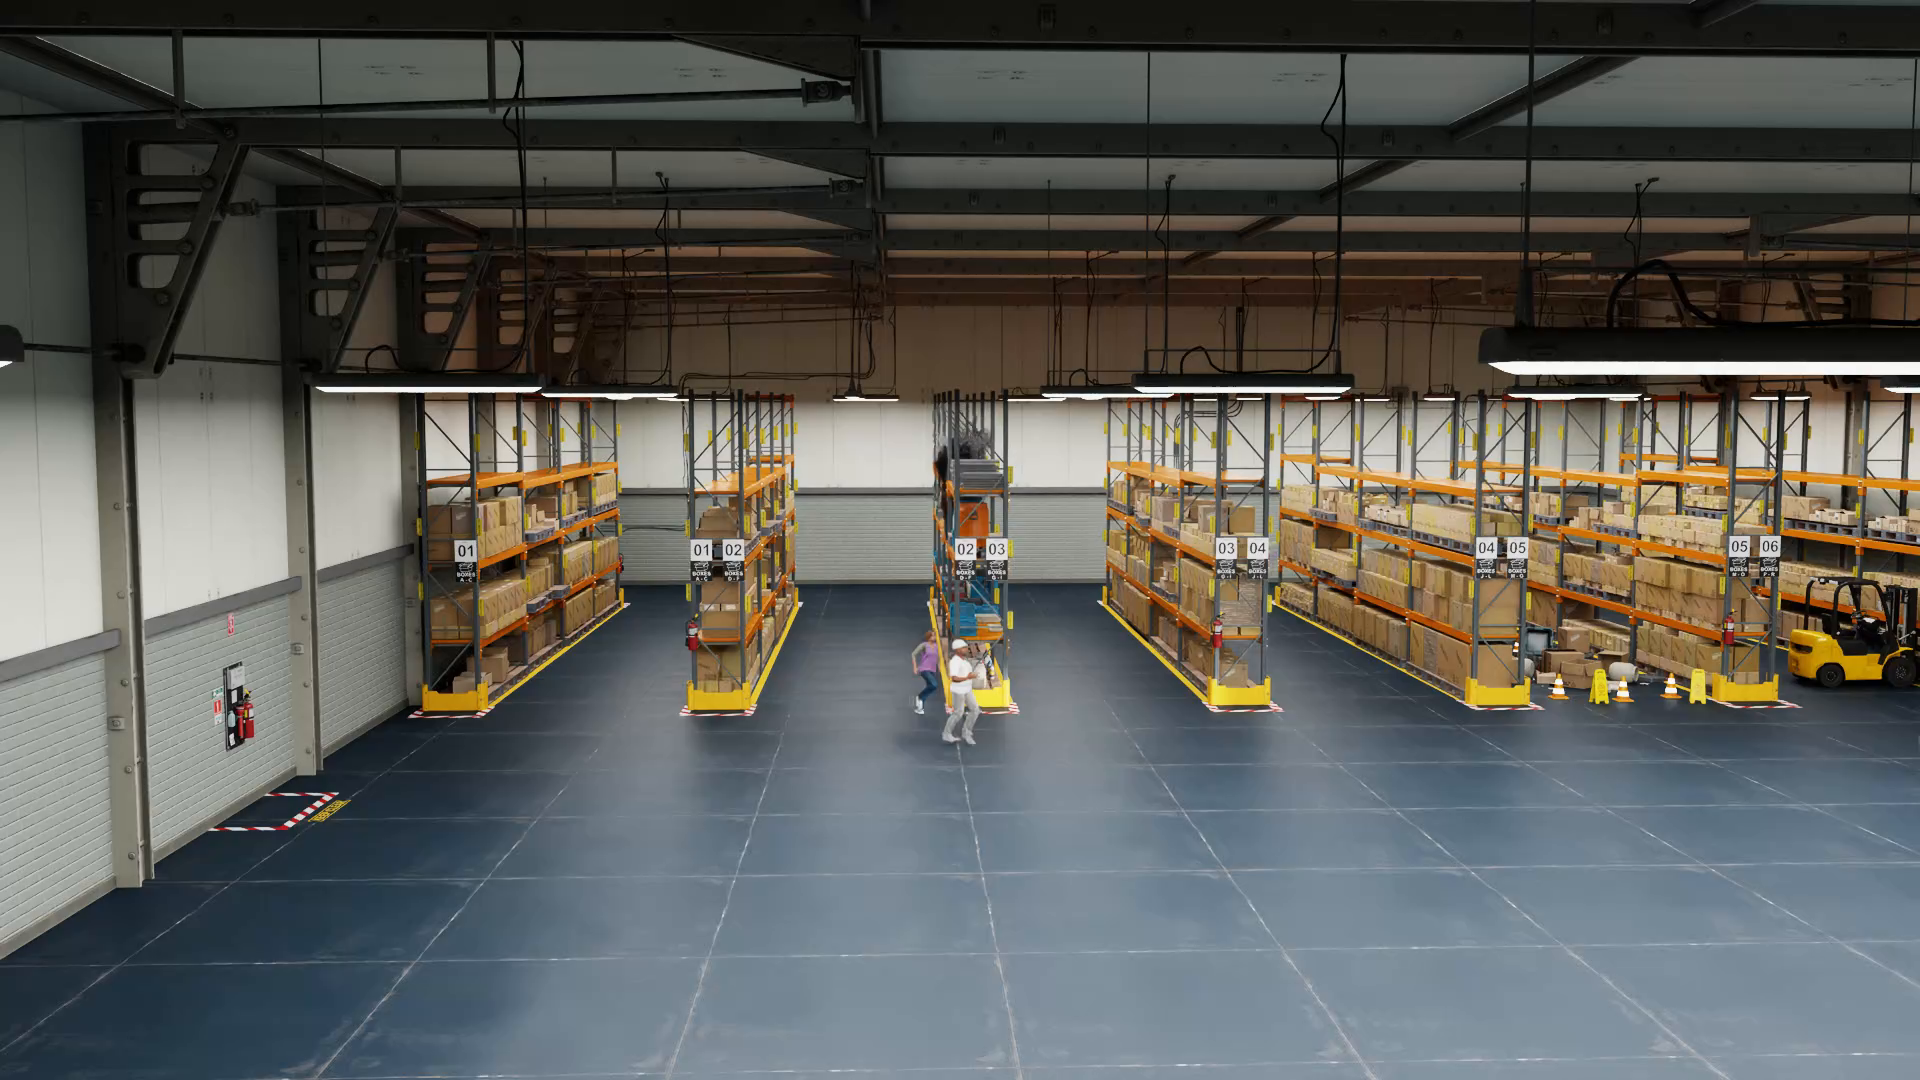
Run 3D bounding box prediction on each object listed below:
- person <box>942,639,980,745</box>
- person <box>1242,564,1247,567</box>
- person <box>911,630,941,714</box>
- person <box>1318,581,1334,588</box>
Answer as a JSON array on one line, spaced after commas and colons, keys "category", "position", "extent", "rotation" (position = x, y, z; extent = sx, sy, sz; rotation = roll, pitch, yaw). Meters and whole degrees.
[{"category": "person", "position": [0.040, 2.570, 27.920], "extent": [0.706, 1.812, 0.673], "rotation": [2, 5, 25]}, {"category": "person", "position": [7.913, 1.061, 46.704], "extent": [0.717, 1.709, 0.606], "rotation": [1, 5, 7]}, {"category": "person", "position": [-0.553, 2.443, 30.801], "extent": [0.554, 1.528, 0.525], "rotation": [-5, 6, -44]}, {"category": "person", "position": [10.587, 0.872, 48.628], "extent": [0.721, 1.804, 0.796], "rotation": [-3, 6, -36]}]
